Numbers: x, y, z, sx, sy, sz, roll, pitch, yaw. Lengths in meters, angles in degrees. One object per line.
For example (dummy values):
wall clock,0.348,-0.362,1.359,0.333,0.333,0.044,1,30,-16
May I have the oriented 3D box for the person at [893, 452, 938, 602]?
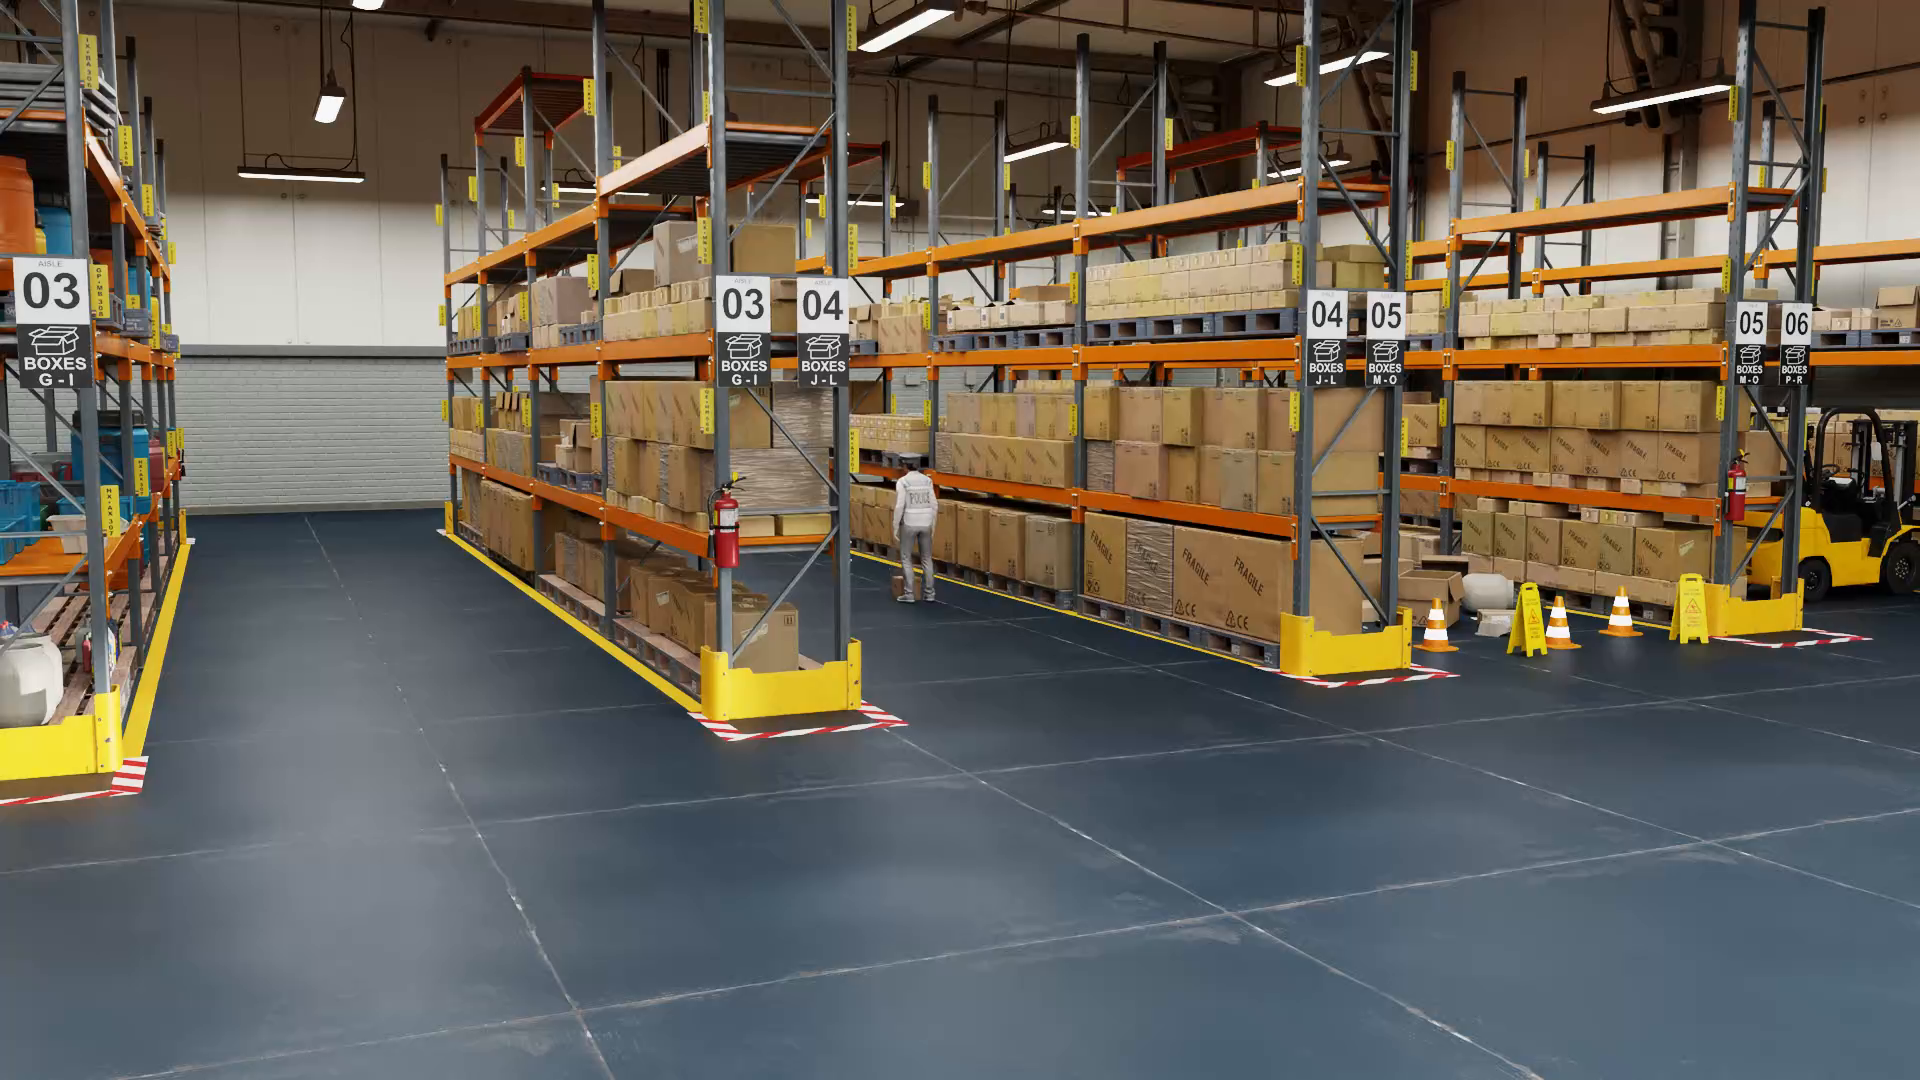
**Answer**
person,-0.501,-0.139,18.429,0.537,1.662,0.373,-3,6,-27
